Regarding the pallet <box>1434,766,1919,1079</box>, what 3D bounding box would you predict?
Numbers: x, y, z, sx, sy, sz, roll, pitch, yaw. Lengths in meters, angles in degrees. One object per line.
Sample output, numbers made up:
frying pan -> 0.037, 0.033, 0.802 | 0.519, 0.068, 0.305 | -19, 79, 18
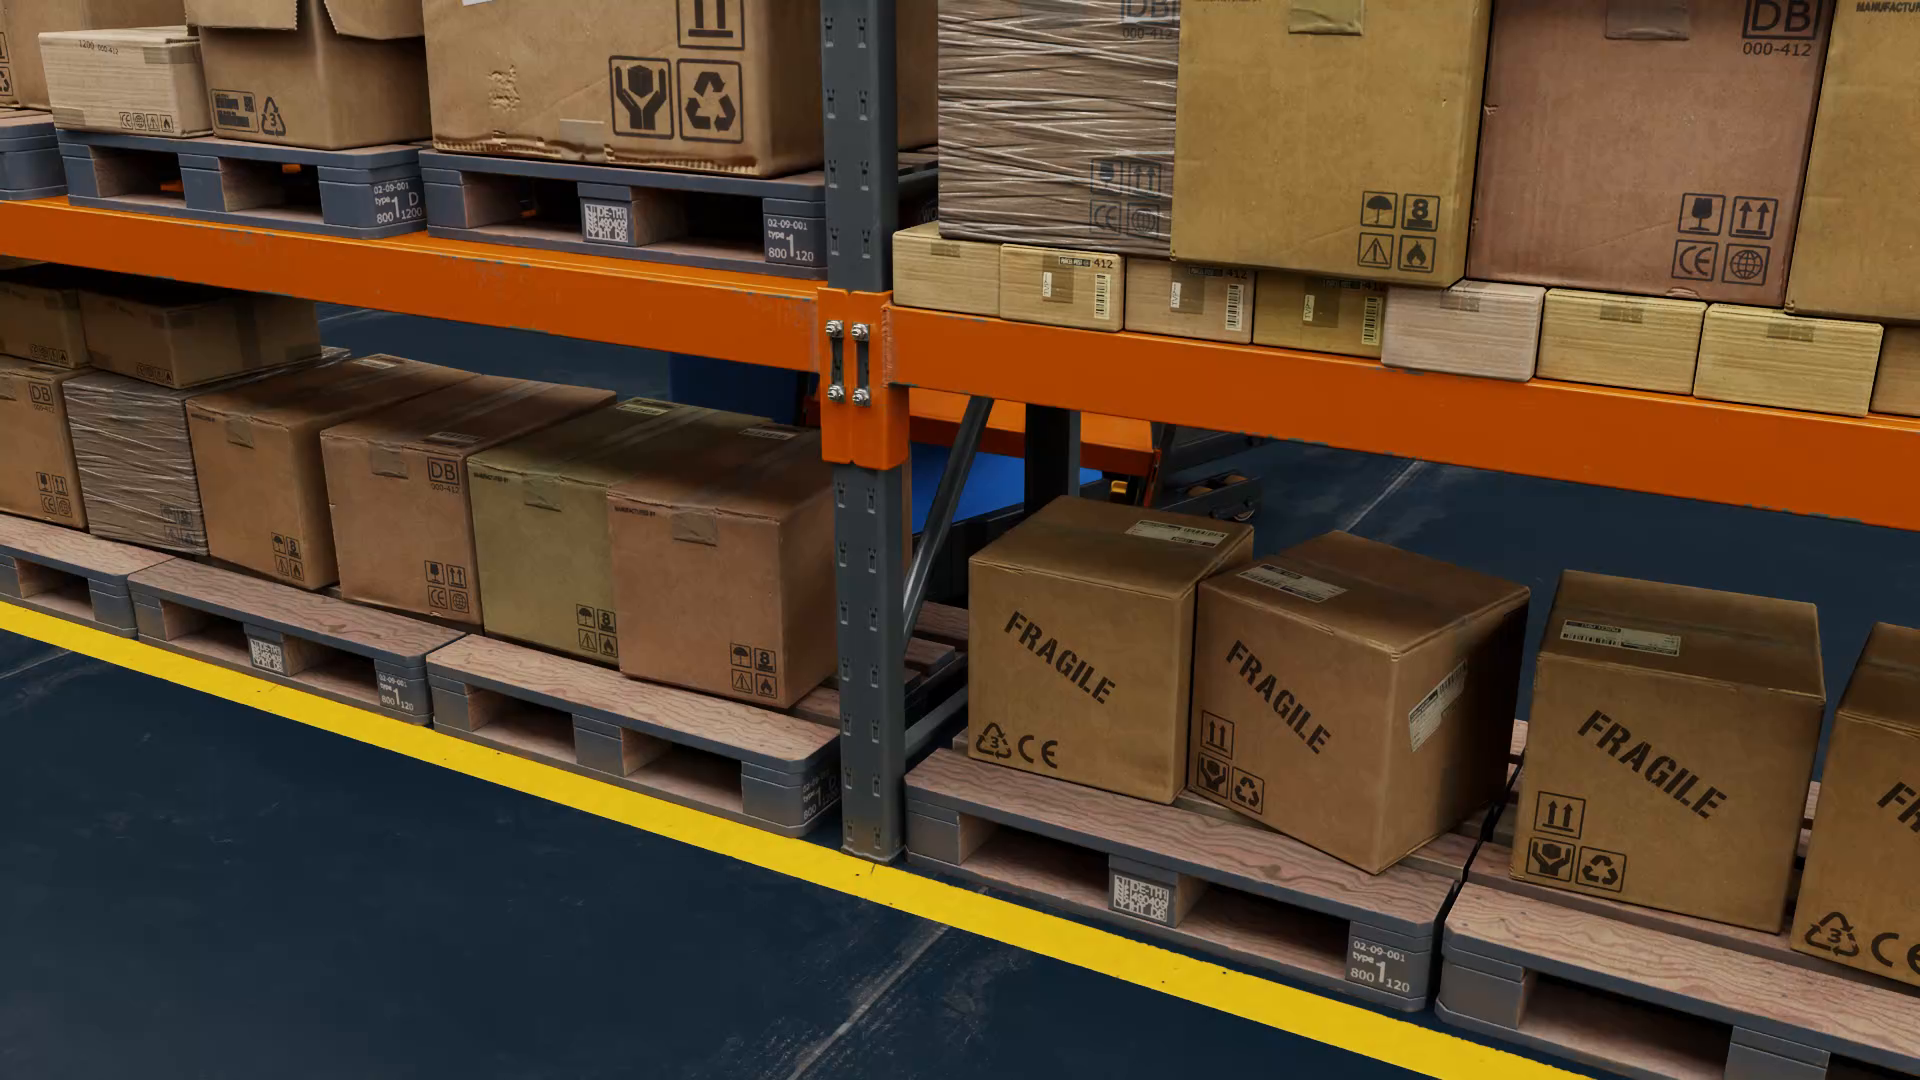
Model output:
pallet -> 1.696, 0.794, 3.368 | 1.213, 0.211, 1.003 | 11, 23, 27

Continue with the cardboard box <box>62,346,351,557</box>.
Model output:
cardboard box -> -2.384, -0.324, 5.380 | 0.500, 0.500, 0.700 | 9, 22, 23

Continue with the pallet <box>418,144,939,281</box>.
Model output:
pallet -> -0.574, -0.901, 4.232 | 1.213, 0.211, 1.003 | 11, 23, 27

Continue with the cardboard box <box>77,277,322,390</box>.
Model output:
cardboard box -> -2.402, -0.683, 5.269 | 0.500, 0.250, 0.500 | 14, 24, 33

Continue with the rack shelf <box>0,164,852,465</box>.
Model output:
rack shelf -> -1.723, -0.815, 4.769 | 4.000, 0.370, 1.077 | 11, 23, 27

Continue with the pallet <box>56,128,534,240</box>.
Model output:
pallet -> -1.721, -1.079, 4.722 | 1.213, 0.211, 1.003 | 11, 23, 27

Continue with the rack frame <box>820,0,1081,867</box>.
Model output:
rack frame -> 0.023, -0.821, 3.730 | 0.127, 3.000, 1.000 | 11, 23, 27

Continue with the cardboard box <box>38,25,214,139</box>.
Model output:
cardboard box -> -2.118, -1.266, 4.560 | 0.500, 0.250, 0.500 | 10, 22, 26

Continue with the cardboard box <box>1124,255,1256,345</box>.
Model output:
cardboard box -> 0.507, -0.499, 3.210 | 0.250, 0.149, 0.380 | 11, 23, 27

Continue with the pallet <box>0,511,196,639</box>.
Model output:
pallet -> -2.788, -0.045, 5.679 | 1.213, 0.211, 1.003 | 11, 23, 27

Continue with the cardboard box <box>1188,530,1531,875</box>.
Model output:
cardboard box -> 0.856, 0.328, 3.612 | 0.500, 0.500, 0.500 | -17, 26, -39

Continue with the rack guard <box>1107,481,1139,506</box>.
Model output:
rack guard -> 0.487, 0.073, 5.091 | 0.087, 0.250, 0.587 | 9, 31, -1

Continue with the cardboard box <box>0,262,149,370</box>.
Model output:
cardboard box -> -2.870, -0.768, 5.504 | 0.500, 0.250, 0.500 | 12, 23, 29

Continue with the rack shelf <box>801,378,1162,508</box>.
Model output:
rack shelf -> 0.067, -0.376, 4.847 | 1.000, 0.185, 0.538 | 9, 31, -1

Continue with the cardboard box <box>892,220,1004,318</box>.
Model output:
cardboard box -> 0.064, -0.578, 3.427 | 0.250, 0.149, 0.380 | 11, 23, 27

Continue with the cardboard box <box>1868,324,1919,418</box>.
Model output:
cardboard box -> 1.620, -0.304, 2.673 | 0.250, 0.149, 0.380 | 11, 23, 27

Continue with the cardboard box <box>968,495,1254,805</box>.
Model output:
cardboard box -> 0.352, 0.235, 3.868 | 0.500, 0.500, 0.500 | 10, 22, 26

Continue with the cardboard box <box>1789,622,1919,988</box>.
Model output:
cardboard box -> 1.902, 0.514, 3.099 | 0.500, 0.500, 0.500 | 13, 24, 32

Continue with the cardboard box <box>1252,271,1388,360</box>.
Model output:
cardboard box -> 0.730, -0.460, 3.103 | 0.250, 0.149, 0.380 | 11, 23, 27

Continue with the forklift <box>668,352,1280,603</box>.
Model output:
forklift -> 0.468, -1.521, 5.759 | 3.031, 2.935, 1.130 | -17, 26, -39

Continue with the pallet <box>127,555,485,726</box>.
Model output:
pallet -> -1.727, 0.158, 5.119 | 1.213, 0.211, 1.003 | 11, 23, 27

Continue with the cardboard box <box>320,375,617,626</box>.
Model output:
cardboard box -> -1.399, -0.139, 4.870 | 0.500, 0.500, 0.700 | 9, 22, 23

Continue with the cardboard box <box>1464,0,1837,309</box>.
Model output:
cardboard box -> 1.290, -0.768, 3.000 | 0.500, 0.500, 0.875 | 11, 23, 27

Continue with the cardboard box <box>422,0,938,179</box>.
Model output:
cardboard box -> -0.603, -1.474, 4.035 | 1.000, 1.000, 1.000 | 11, 23, 28

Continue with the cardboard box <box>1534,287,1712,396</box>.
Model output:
cardboard box -> 1.167, -0.377, 2.874 | 0.250, 0.149, 0.380 | 11, 23, 27

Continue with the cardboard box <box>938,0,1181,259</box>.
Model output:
cardboard box -> 0.385, -0.915, 3.405 | 0.500, 0.500, 0.875 | 11, 23, 27

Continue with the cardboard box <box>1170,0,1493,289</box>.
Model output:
cardboard box -> 0.805, -0.821, 3.147 | 0.500, 0.500, 0.875 | 11, 23, 27

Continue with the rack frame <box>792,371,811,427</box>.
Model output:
rack frame -> -0.410, -0.604, 4.741 | 0.032, 1.500, 0.500 | 9, 31, -1

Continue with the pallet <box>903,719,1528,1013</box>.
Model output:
pallet -> 0.626, 0.591, 3.926 | 1.213, 0.211, 1.003 | 11, 23, 27

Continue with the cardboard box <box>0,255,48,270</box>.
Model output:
cardboard box -> -4.062, -0.806, 6.188 | 0.875, 0.875, 1.225 | 10, 22, 25

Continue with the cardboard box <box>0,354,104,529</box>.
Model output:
cardboard box -> -2.875, -0.412, 5.624 | 0.500, 0.500, 0.700 | 10, 22, 24

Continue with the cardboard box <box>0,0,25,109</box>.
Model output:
cardboard box -> -2.978, -1.653, 5.260 | 0.500, 0.500, 0.500 | 8, 21, 21

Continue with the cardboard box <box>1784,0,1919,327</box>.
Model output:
cardboard box -> 1.707, -0.672, 2.737 | 0.500, 0.500, 0.875 | 11, 23, 27

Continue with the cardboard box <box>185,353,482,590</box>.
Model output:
cardboard box -> -1.886, -0.232, 5.126 | 0.500, 0.500, 0.700 | 13, 24, 32

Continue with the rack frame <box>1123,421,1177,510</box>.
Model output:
rack frame -> 0.595, -0.450, 4.766 | 0.032, 1.500, 0.500 | 9, 31, -1

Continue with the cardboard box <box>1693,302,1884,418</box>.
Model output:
cardboard box -> 1.380, -0.332, 2.750 | 0.250, 0.149, 0.380 | 11, 23, 27

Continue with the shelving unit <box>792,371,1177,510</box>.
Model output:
shelving unit -> 0.084, -0.528, 4.753 | 1.083, 1.500, 0.587 | 9, 31, -1

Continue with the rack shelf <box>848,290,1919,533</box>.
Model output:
rack shelf -> 1.769, -0.150, 2.935 | 4.000, 0.370, 1.077 | 11, 23, 27

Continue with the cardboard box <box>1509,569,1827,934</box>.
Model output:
cardboard box -> 1.437, 0.408, 3.391 | 0.500, 0.500, 0.500 | 9, 22, 23

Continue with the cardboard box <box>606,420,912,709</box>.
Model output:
cardboard box -> -0.503, 0.039, 4.380 | 0.500, 0.500, 0.700 | 9, 22, 23

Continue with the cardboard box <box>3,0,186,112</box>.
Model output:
cardboard box -> -2.442, -1.590, 5.086 | 0.500, 0.500, 0.700 | 15, 25, 35

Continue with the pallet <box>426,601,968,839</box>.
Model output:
pallet -> -0.658, 0.361, 4.561 | 1.213, 0.211, 1.003 | 11, 23, 27

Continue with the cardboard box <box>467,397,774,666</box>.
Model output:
cardboard box -> -0.910, -0.046, 4.614 | 0.500, 0.500, 0.700 | 11, 22, 27

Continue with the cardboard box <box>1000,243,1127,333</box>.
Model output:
cardboard box -> 0.276, -0.532, 3.302 | 0.250, 0.149, 0.380 | 11, 23, 27

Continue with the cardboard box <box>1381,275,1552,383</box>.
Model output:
cardboard box -> 0.929, -0.406, 2.955 | 0.250, 0.149, 0.380 | 11, 23, 27

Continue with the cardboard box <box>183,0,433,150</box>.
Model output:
cardboard box -> -1.536, -1.328, 4.359 | 0.637, 0.503, 0.797 | 13, 24, 33

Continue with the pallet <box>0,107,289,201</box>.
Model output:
pallet -> -2.795, -1.309, 5.357 | 1.003, 0.211, 1.213 | 11, 23, 27
